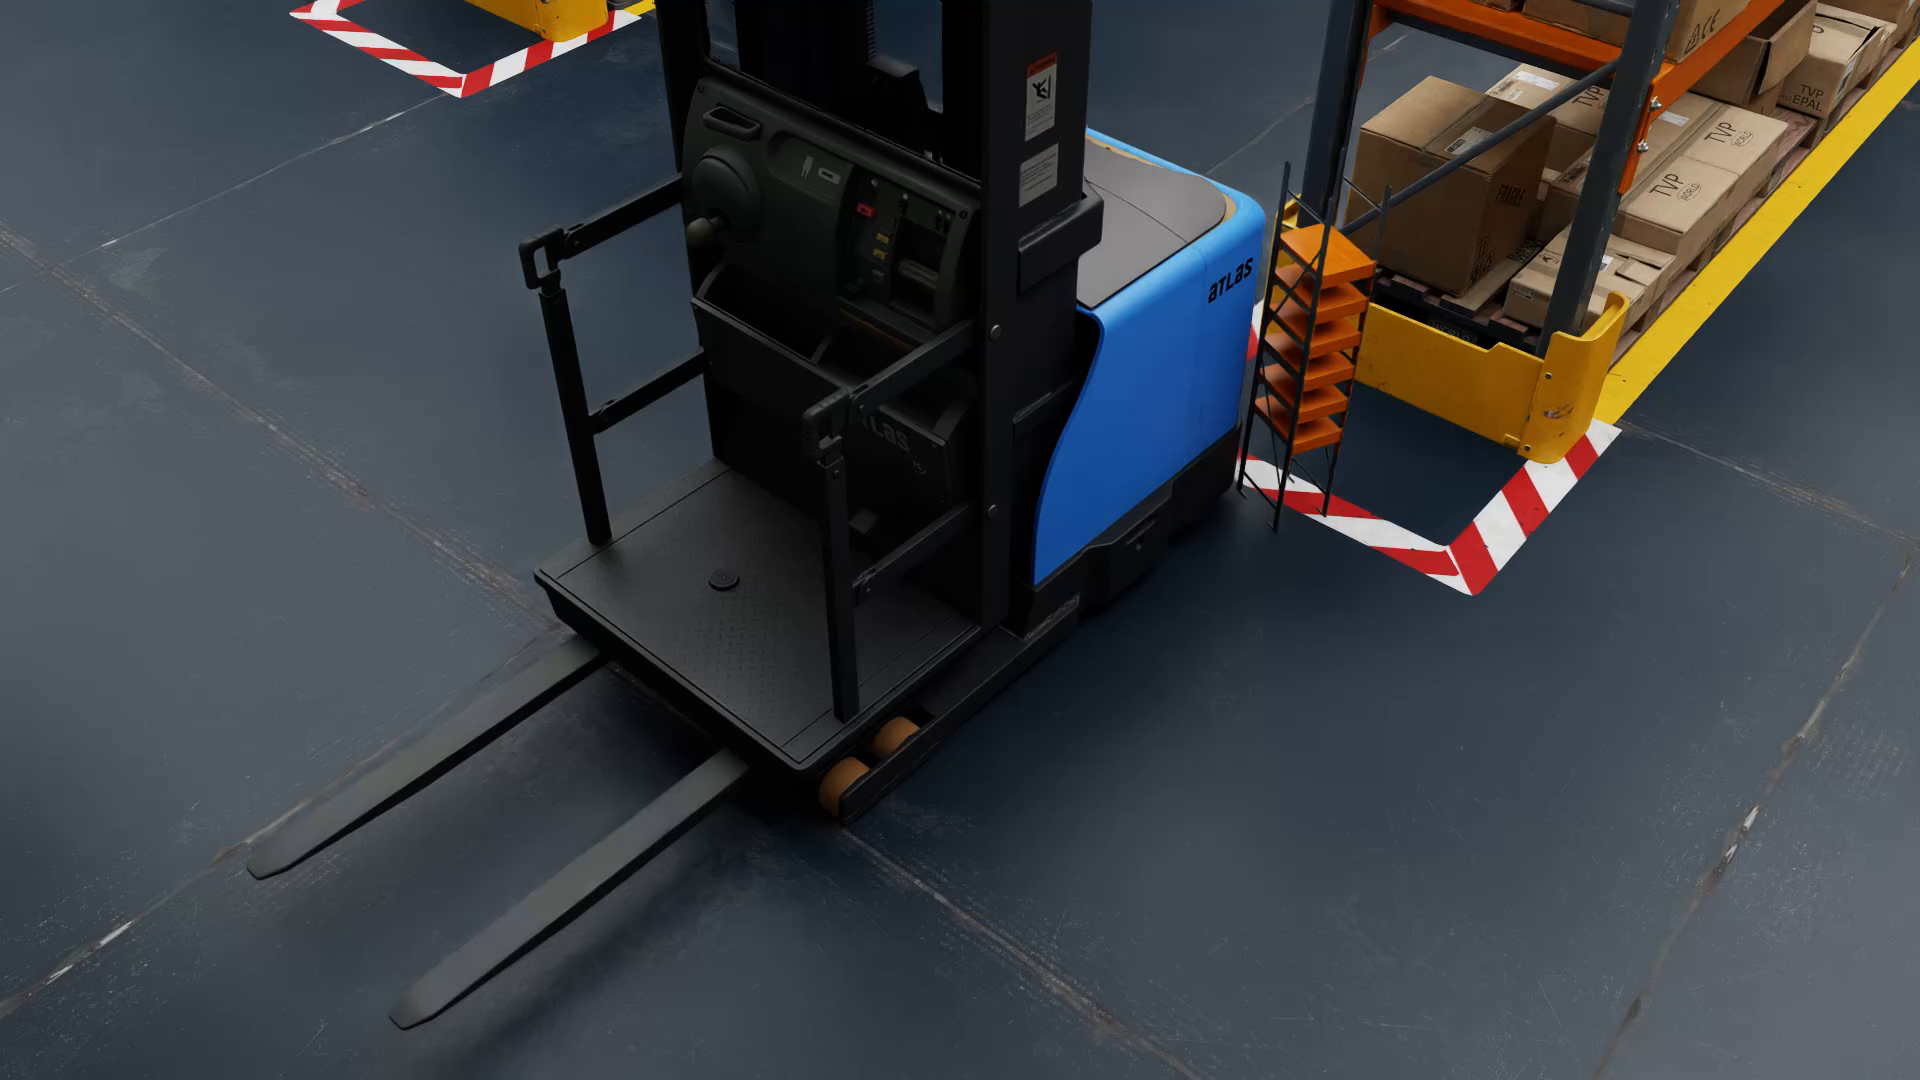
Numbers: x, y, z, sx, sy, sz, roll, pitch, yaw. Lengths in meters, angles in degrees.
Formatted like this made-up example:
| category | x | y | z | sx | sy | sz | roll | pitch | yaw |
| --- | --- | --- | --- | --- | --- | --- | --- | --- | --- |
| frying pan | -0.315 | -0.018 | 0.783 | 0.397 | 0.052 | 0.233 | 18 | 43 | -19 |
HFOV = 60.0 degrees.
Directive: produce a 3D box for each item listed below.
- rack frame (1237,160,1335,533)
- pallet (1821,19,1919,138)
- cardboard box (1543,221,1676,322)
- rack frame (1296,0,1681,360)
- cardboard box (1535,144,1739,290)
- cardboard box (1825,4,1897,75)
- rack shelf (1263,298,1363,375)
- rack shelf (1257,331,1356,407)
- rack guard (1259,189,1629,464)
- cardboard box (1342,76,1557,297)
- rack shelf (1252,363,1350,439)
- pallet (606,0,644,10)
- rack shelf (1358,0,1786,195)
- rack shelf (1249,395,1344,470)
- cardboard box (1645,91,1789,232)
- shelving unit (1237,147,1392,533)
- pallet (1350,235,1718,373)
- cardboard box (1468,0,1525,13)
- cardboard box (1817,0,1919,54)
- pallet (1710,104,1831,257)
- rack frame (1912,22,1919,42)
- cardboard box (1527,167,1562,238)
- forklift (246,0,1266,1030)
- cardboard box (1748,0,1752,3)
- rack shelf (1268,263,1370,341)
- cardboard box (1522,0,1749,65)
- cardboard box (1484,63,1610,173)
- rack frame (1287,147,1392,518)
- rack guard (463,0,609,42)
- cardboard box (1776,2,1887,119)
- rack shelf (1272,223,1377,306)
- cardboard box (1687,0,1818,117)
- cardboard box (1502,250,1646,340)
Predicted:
| category | x | y | z | sx | sy | sz | roll | pitch | yaw |
| --- | --- | --- | --- | --- | --- | --- | --- | --- | --- |
| rack frame | 0.956 | -0.539 | 4.951 | 0.006 | 1.200 | 0.240 | -17 | 45 | -17 |
| pallet | 3.706 | -2.321 | 7.645 | 1.003 | 0.211 | 1.213 | 29 | 50 | 28 |
| cardboard box | 2.268 | -0.956 | 5.851 | 0.380 | 0.166 | 0.250 | 29 | 50 | 28 |
| rack frame | 1.575 | -1.646 | 4.831 | 1.000 | 3.000 | 0.127 | 29 | 50 | 28 |
| cardboard box | 2.463 | -1.206 | 6.064 | 0.500 | 0.250 | 0.500 | 29 | 50 | 28 |
| cardboard box | 3.804 | -2.178 | 7.208 | 0.380 | 0.149 | 0.250 | 29 | 50 | 28 |
| rack shelf | 1.040 | -0.620 | 4.927 | 0.180 | 0.103 | 0.258 | -17 | 45 | -17 |
| rack shelf | 1.040 | -0.531 | 5.008 | 0.180 | 0.103 | 0.258 | -17 | 45 | -17 |
| rack guard | 1.624 | -0.760 | 5.714 | 1.175 | 0.500 | 0.348 | 29 | 50 | 28 |
| cardboard box | 1.736 | -1.271 | 5.949 | 0.500 | 0.500 | 0.500 | 29 | 50 | 28 |
| rack shelf | 1.040 | -0.442 | 5.089 | 0.180 | 0.103 | 0.258 | -17 | 45 | -17 |
| pallet | -1.654 | -3.169 | 8.578 | 1.003 | 0.211 | 1.213 | 29 | 50 | 28 |
| rack shelf | 2.862 | -2.410 | 6.205 | 1.077 | 0.370 | 4.000 | 29 | 50 | 28 |
| rack shelf | 1.040 | -0.353 | 5.169 | 0.180 | 0.103 | 0.258 | -17 | 45 | -17 |
| cardboard box | 2.785 | -1.463 | 6.347 | 0.500 | 0.250 | 0.500 | 29 | 50 | 28 |
| shelving unit | 1.040 | -0.564 | 4.978 | 0.189 | 1.200 | 0.258 | -17 | 45 | -17 |
| pallet | 2.136 | -1.064 | 6.264 | 1.003 | 0.211 | 1.213 | 29 | 50 | 28 |
| cardboard box | 1.655 | -2.031 | 5.180 | 0.500 | 0.500 | 0.500 | 31 | 51 | 30 |
| cardboard box | 3.999 | -2.527 | 7.331 | 0.500 | 0.500 | 0.500 | 29 | 50 | 28 |
| pallet | 2.921 | -1.690 | 6.951 | 1.003 | 0.211 | 1.213 | 29 | 50 | 28 |
| rack frame | 4.149 | -3.706 | 7.096 | 1.000 | 3.000 | 0.127 | 29 | 50 | 28 |
| cardboard box | 2.066 | -1.317 | 6.247 | 0.380 | 0.166 | 0.250 | 29 | 50 | 28 |
| forklift | -0.476 | -0.729 | 3.873 | 1.130 | 2.935 | 3.031 | 31 | 51 | 30 |
| cardboard box | 2.390 | -2.065 | 5.217 | 0.500 | 0.500 | 0.500 | 29 | 50 | 28 |
| rack shelf | 1.040 | -0.709 | 4.847 | 0.180 | 0.103 | 0.258 | -17 | 45 | -17 |
| cardboard box | 2.062 | -1.797 | 4.923 | 0.500 | 0.500 | 0.500 | 31 | 50 | 29 |
| cardboard box | 2.370 | -1.654 | 6.556 | 0.500 | 0.250 | 0.500 | 29 | 50 | 28 |
| rack frame | 1.124 | -0.589 | 5.006 | 0.006 | 1.200 | 0.240 | -17 | 45 | -17 |
| rack guard | -2.220 | -2.850 | 8.012 | 1.175 | 0.500 | 0.348 | 29 | 50 | 28 |
| cardboard box | 3.517 | -2.071 | 6.970 | 0.500 | 0.311 | 0.500 | 29 | 50 | 28 |
| rack shelf | 1.040 | -0.798 | 4.766 | 0.180 | 0.103 | 0.258 | -17 | 45 | -17 |
| cardboard box | 2.944 | -1.975 | 6.721 | 0.797 | 0.503 | 0.637 | 29 | 50 | 28 |
| cardboard box | 2.107 | -0.821 | 5.715 | 0.380 | 0.149 | 0.250 | 29 | 50 | 28 |
